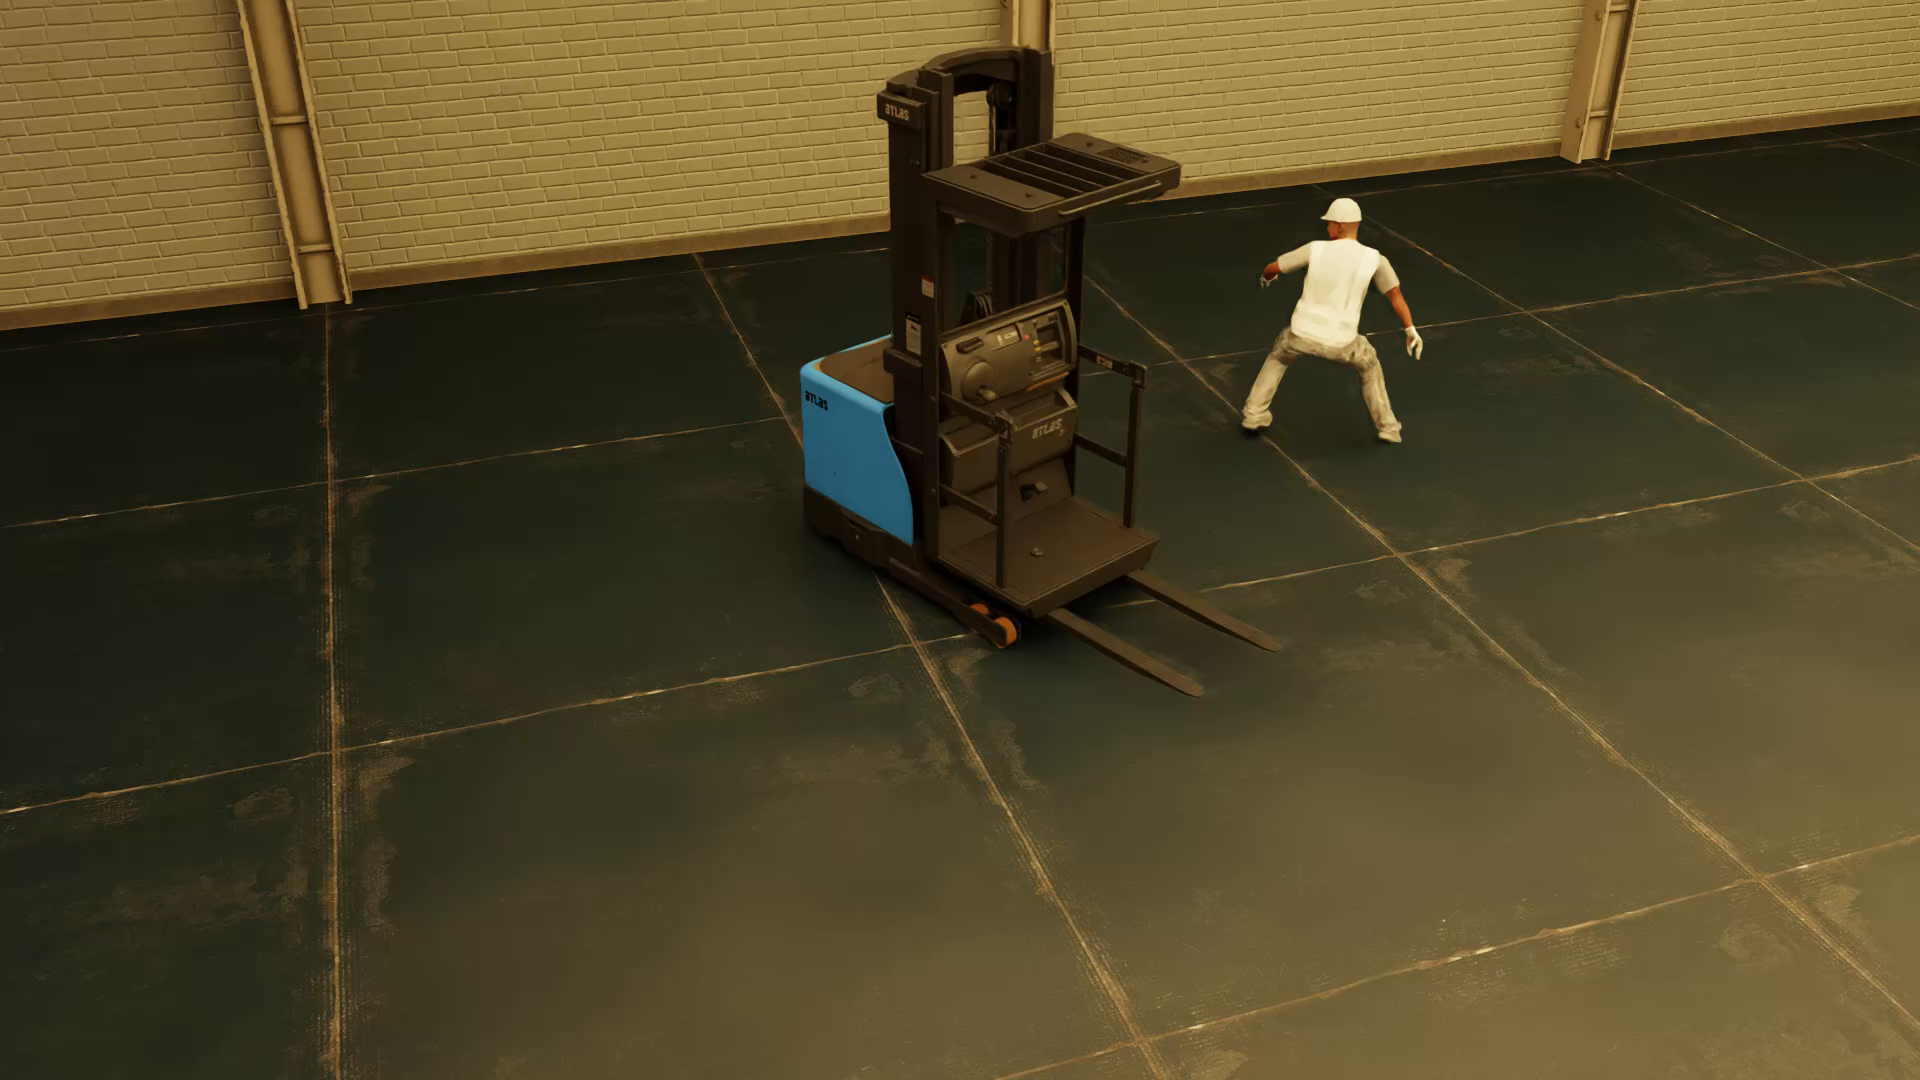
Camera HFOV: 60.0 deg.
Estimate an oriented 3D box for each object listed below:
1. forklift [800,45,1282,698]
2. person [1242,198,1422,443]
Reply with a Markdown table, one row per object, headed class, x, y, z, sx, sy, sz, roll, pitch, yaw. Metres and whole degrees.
| class | x | y | z | sx | sy | sz | roll | pitch | yaw |
| --- | --- | --- | --- | --- | --- | --- | --- | --- | --- |
| forklift | 0.413 | -0.972 | 8.776 | 1.130 | 2.935 | 3.031 | -24 | 38 | -35 |
| person | 2.459 | -1.341 | 10.860 | 1.147 | 1.733 | 0.583 | 11 | 32 | 19 |
